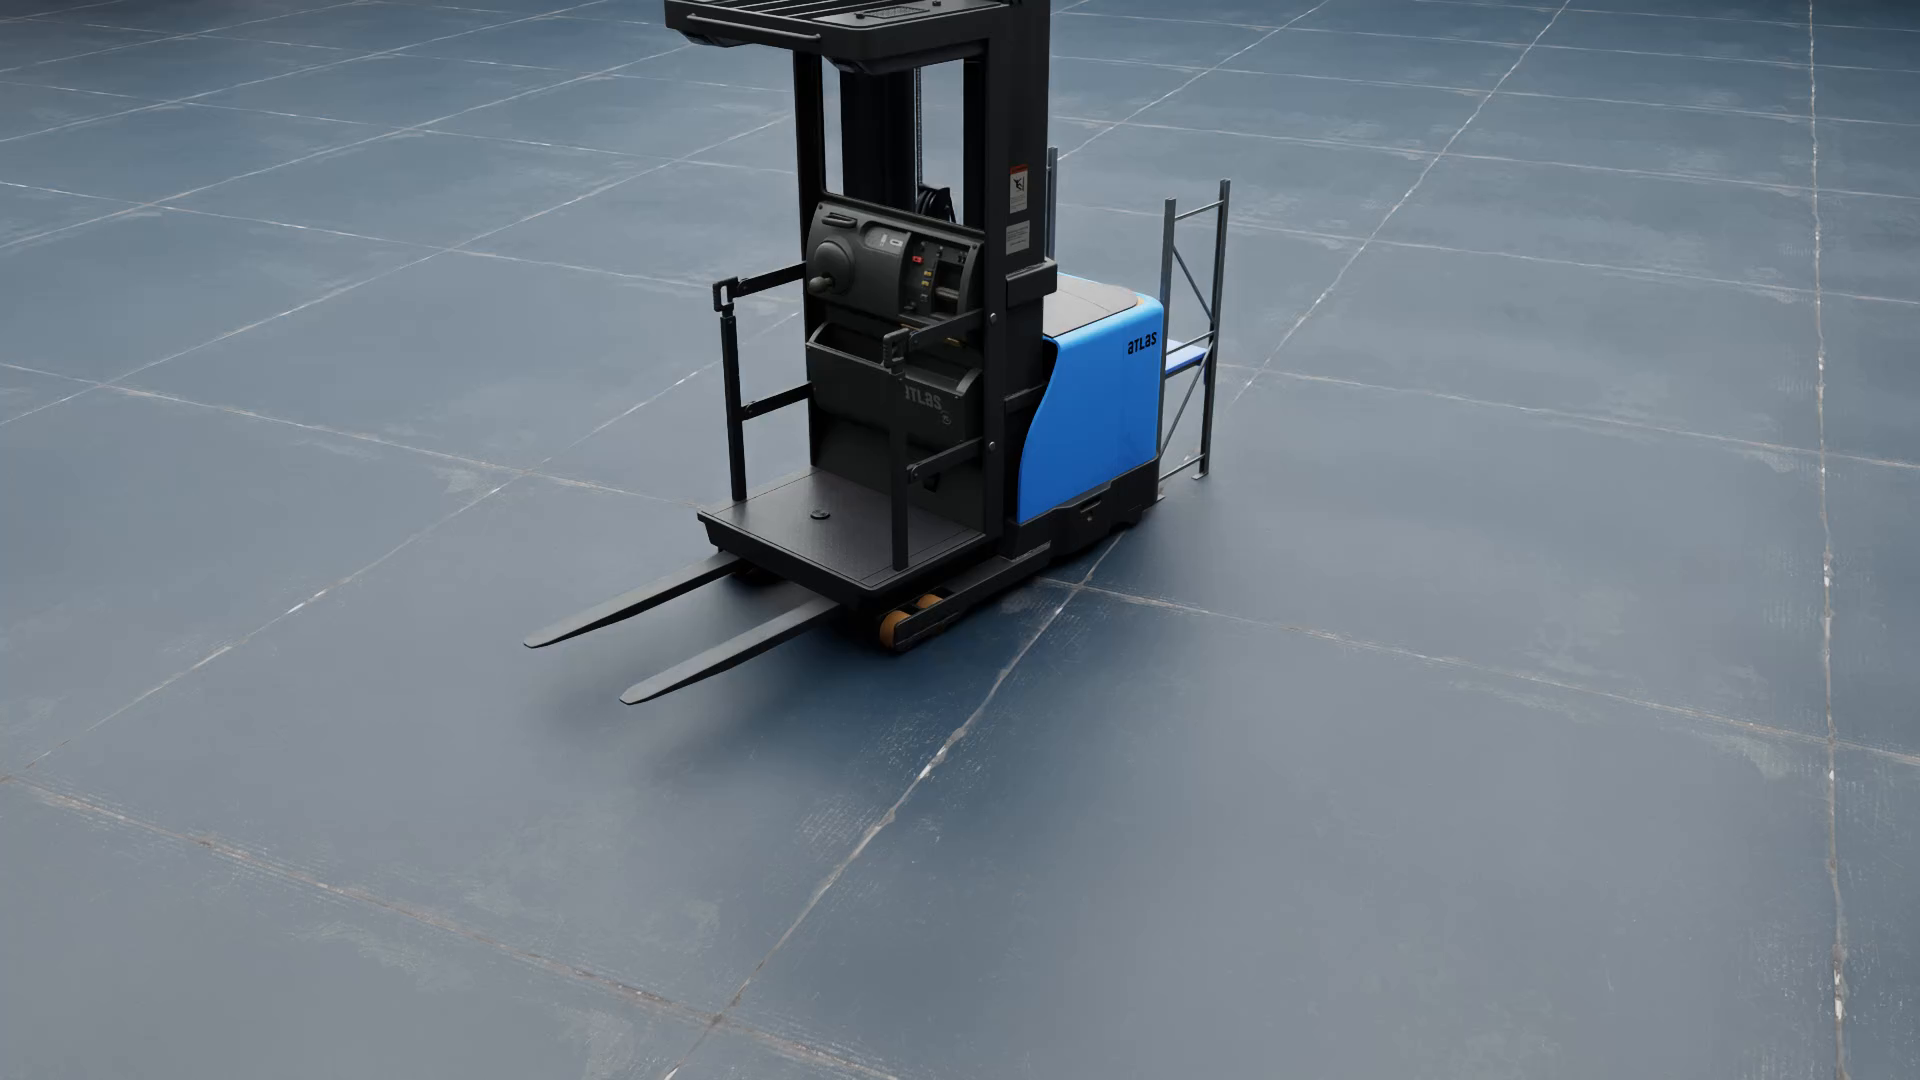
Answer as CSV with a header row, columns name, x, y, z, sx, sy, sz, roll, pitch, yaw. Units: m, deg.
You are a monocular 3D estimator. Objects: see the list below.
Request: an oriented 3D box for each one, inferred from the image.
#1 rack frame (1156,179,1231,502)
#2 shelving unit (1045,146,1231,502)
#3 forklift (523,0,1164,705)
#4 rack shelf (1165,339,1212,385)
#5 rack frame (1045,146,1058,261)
name,x,y,z,sx,sy,sz,roll,pitch,yaw
rack frame,1.090,-0.933,7.944,0.032,1.500,0.500,21,33,36
shelving unit,0.703,-1.079,8.240,1.048,1.500,0.538,21,33,36
forklift,-0.425,-1.110,6.687,1.130,2.935,3.031,22,34,37
rack shelf,0.702,-0.917,8.318,1.000,0.185,0.538,21,33,36
rack frame,0.316,-1.225,8.536,0.032,1.500,0.500,21,33,36
